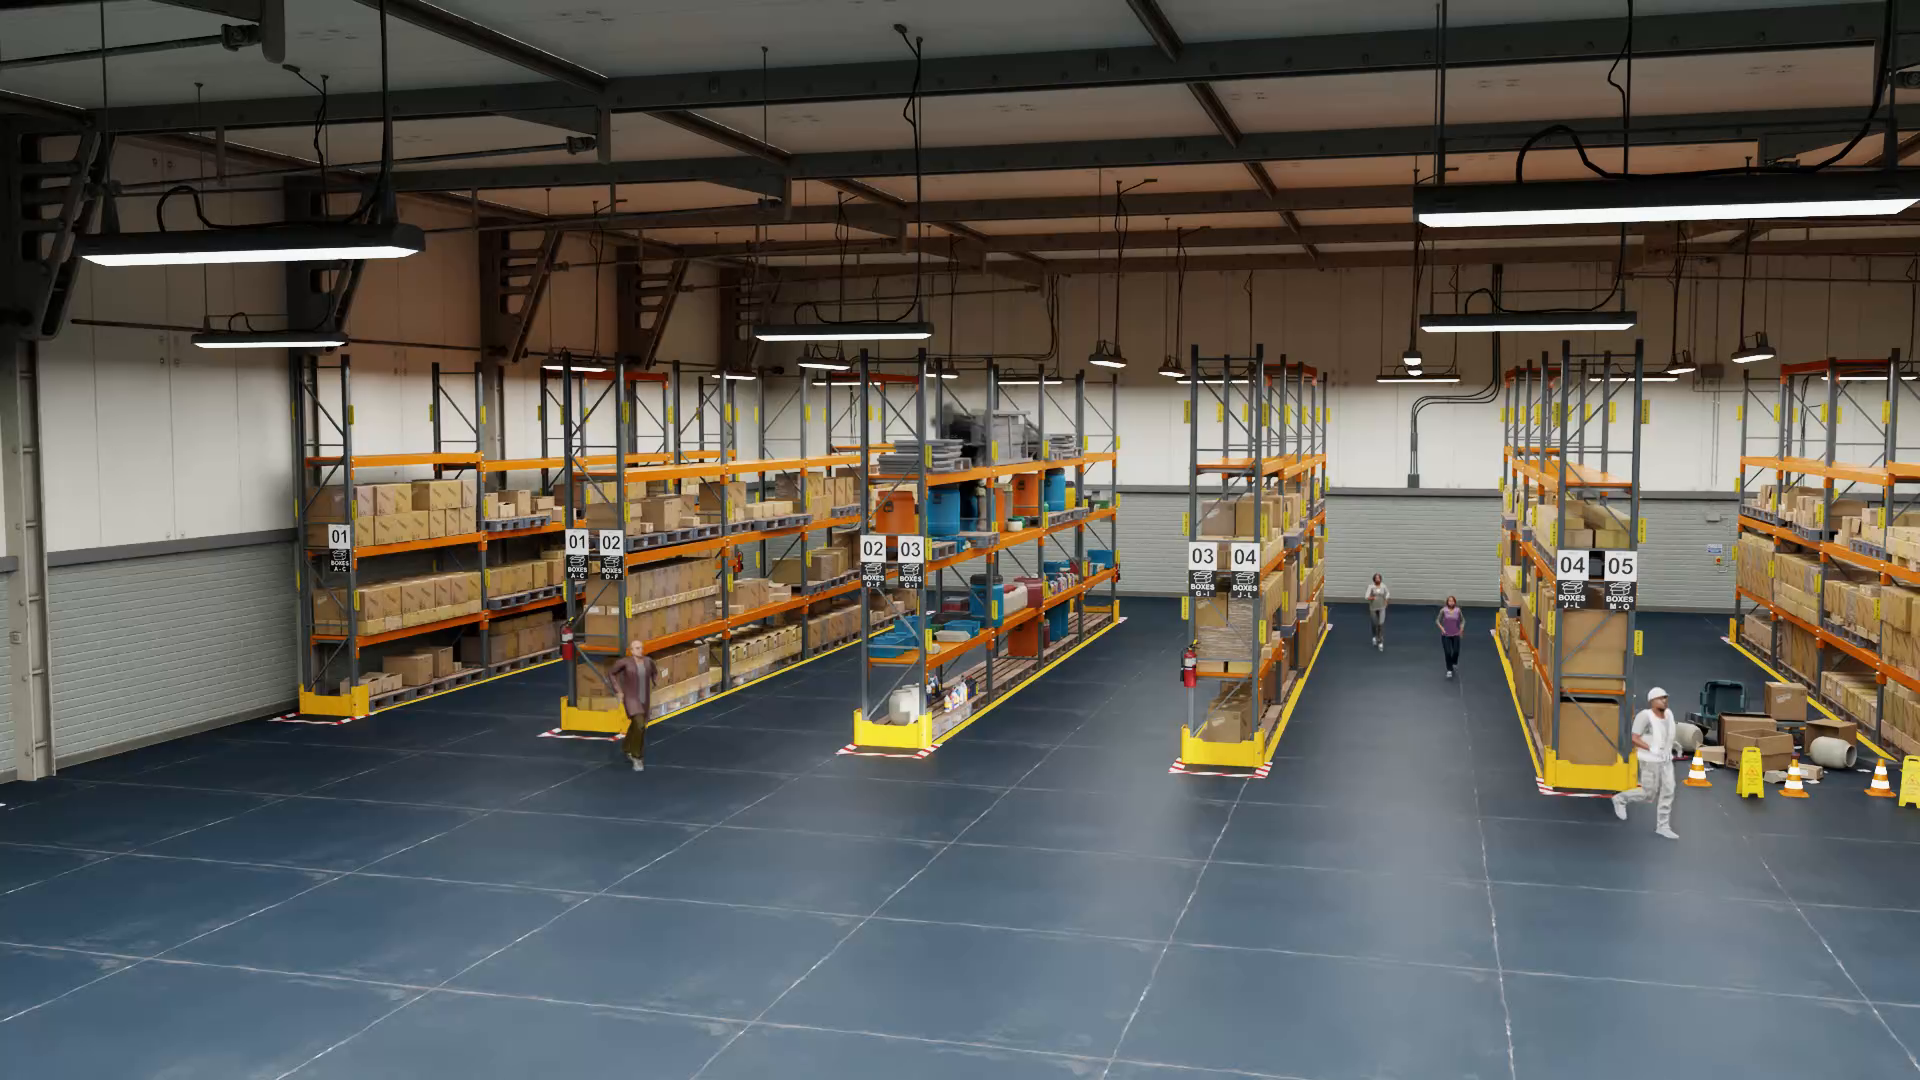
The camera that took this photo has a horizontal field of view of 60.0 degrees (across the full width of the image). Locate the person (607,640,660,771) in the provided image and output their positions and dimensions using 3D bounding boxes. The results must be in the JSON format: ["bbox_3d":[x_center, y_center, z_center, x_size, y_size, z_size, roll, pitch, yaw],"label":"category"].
[{"bbox_3d":[-4.618,2.337,23.741,0.864,1.842,0.695,4,6,44],"label":"person"}]

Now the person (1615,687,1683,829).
[{"bbox_3d":[8.298,2.602,19.945,0.689,1.704,0.743,-2,5,-25],"label":"person"}]

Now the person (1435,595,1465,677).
[{"bbox_3d":[9.373,1.838,31.794,0.553,1.563,0.533,1,4,13],"label":"person"}]

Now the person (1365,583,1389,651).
[{"bbox_3d":[8.941,1.625,35.656,0.526,1.400,0.805,1,4,10],"label":"person"}]
